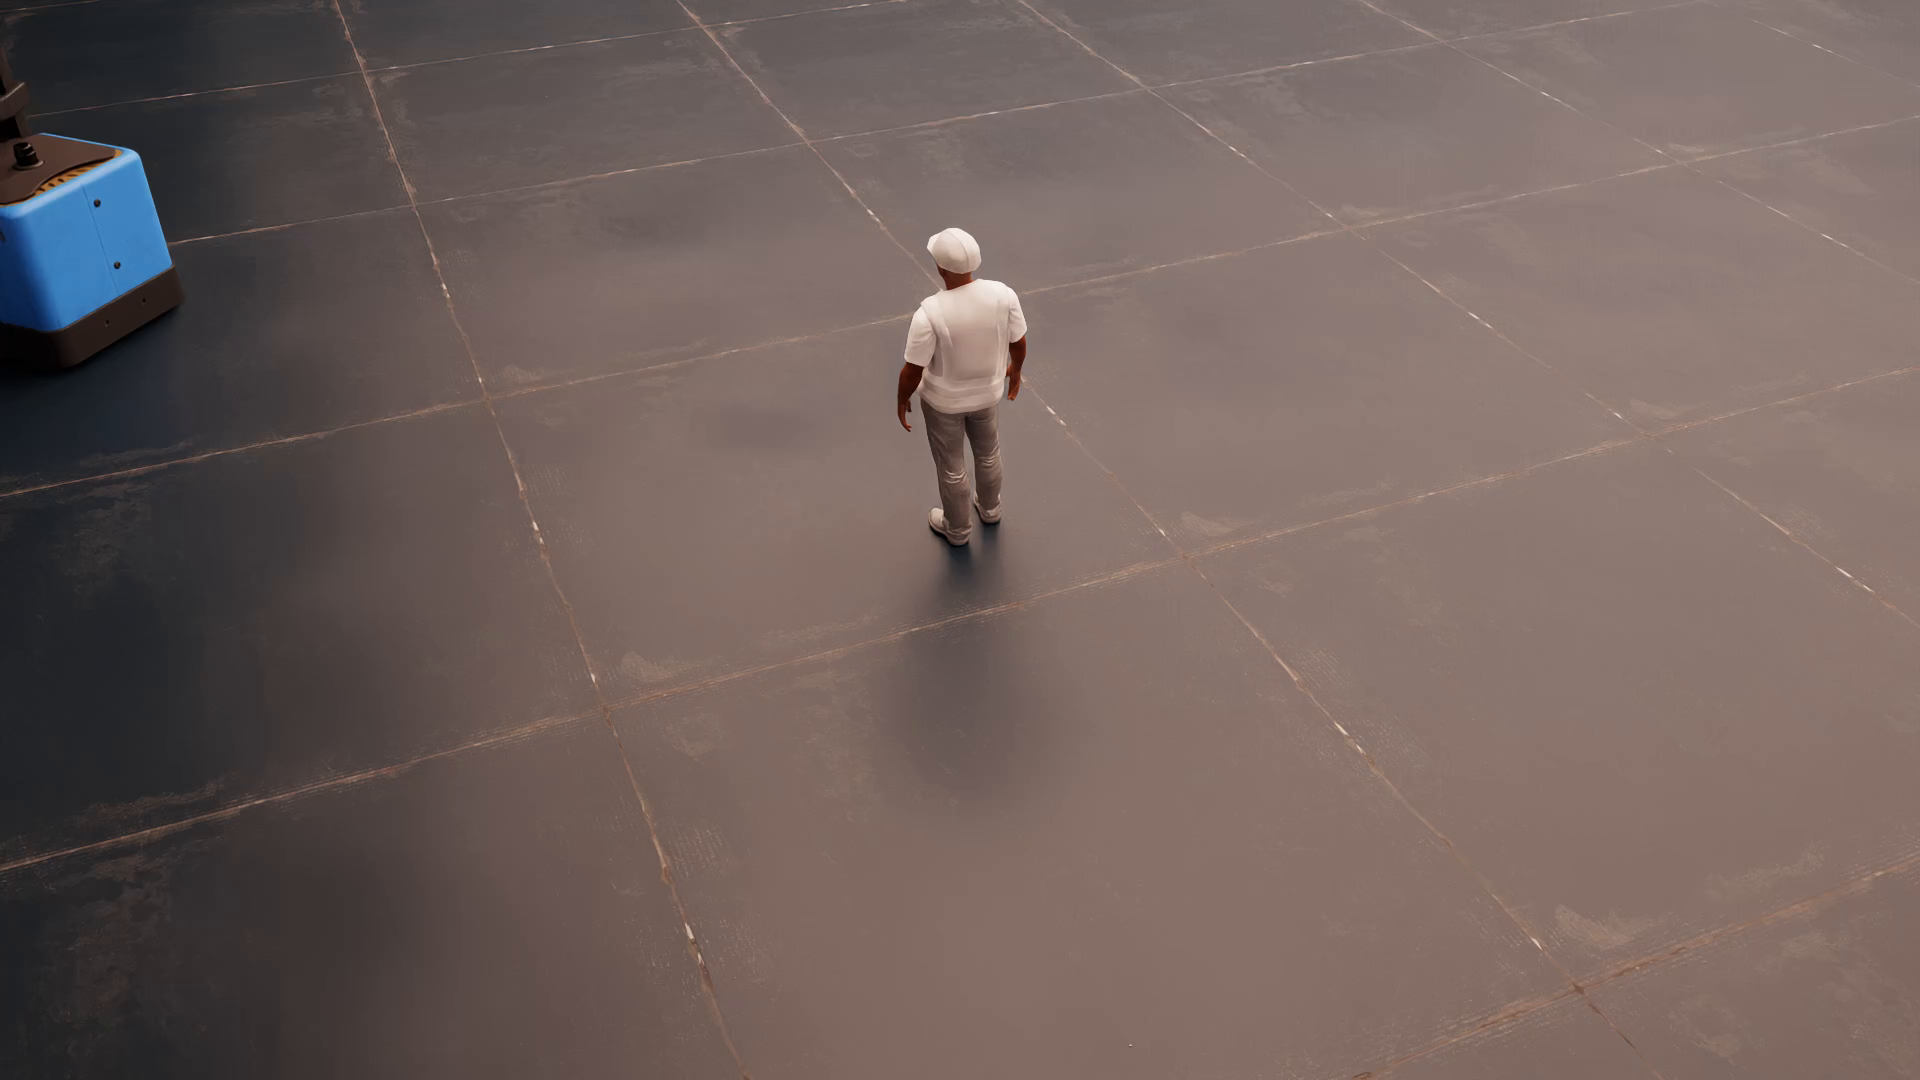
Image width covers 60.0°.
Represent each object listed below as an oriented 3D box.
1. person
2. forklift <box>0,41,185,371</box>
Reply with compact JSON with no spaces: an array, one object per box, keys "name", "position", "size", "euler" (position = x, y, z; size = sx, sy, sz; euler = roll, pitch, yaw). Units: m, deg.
[{"name":"person","position":[-0.021,-0.764,8.166],"size":[0.665,1.765,0.577],"euler":[-14,38,-19]},{"name":"forklift","position":[-6.549,-2.752,9.969],"size":[3.031,2.935,1.130],"euler":[13,37,18]}]
